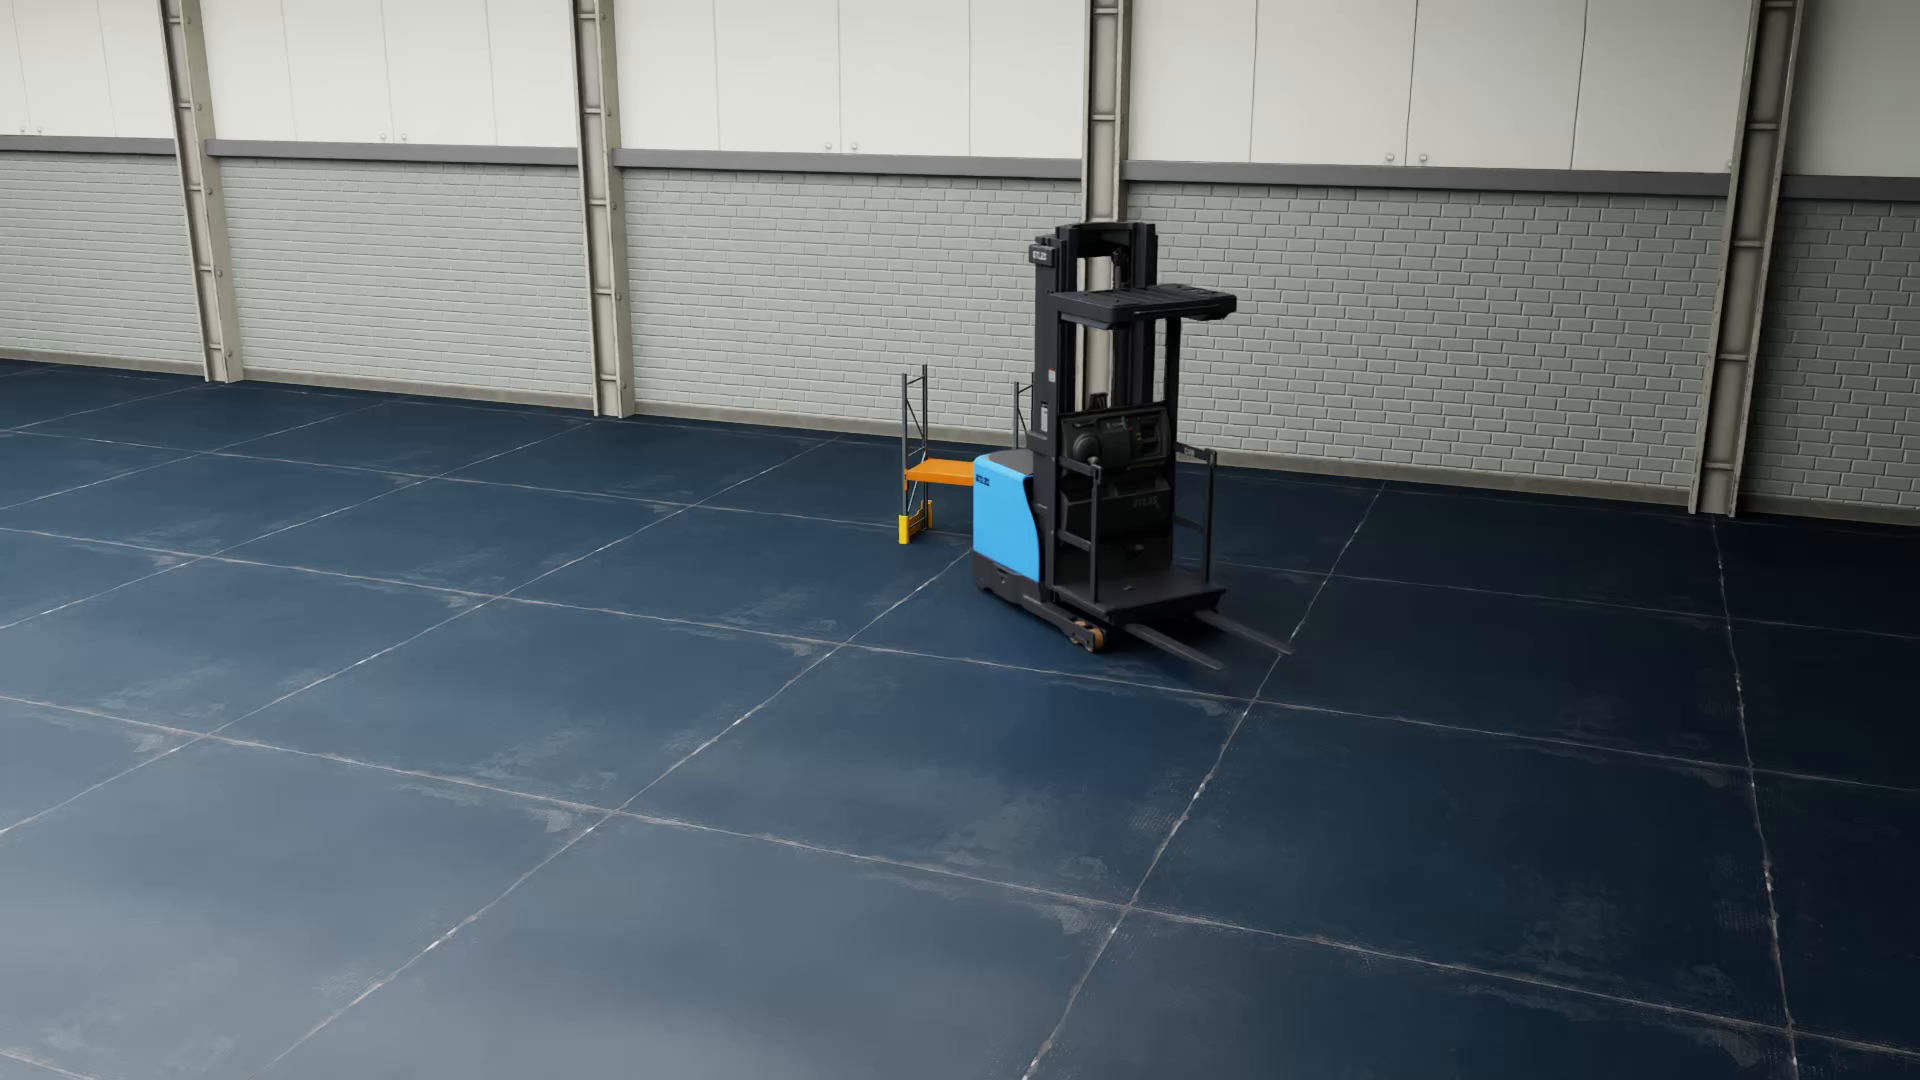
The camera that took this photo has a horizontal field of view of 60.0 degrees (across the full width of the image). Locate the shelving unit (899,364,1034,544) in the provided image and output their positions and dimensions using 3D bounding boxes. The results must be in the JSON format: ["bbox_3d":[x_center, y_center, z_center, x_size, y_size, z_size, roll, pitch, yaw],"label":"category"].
[{"bbox_3d":[0.071,-0.712,14.438,1.083,1.500,0.587,6,17,21],"label":"shelving unit"}]

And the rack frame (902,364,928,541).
[{"bbox_3d":[-0.394,-0.764,14.614,0.032,1.500,0.500,6,17,21],"label":"rack frame"}]

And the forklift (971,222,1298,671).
[{"bbox_3d":[1.254,-0.752,12.008,1.130,2.935,3.031,-9,18,-28],"label":"forklift"}]

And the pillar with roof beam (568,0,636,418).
[{"bbox_3d":[-5.691,-4.702,14.730,0.400,9.000,9.100,6,17,21],"label":"pillar with roof beam"}]

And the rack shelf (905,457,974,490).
[{"bbox_3d":[0.079,-0.539,14.485,1.000,0.185,0.538,6,17,21],"label":"rack shelf"}]

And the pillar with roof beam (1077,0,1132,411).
[{"bbox_3d":[-0.110,-4.088,12.616,0.400,9.000,9.100,6,17,21],"label":"pillar with roof beam"}]

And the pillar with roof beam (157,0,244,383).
[{"bbox_3d":[-11.273,-5.316,16.844,0.400,9.000,9.100,6,17,21],"label":"pillar with roof beam"}]

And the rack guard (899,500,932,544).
[{"bbox_3d":[-0.392,-0.163,14.787,0.087,0.250,0.587,6,17,21],"label":"rack guard"}]

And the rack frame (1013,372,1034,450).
[{"bbox_3d":[0.552,-0.660,14.255,0.032,1.500,0.500,6,17,21],"label":"rack frame"}]

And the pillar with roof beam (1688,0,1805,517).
[{"bbox_3d":[5.472,-3.475,10.502,0.400,9.000,9.100,6,17,21],"label":"pillar with roof beam"}]
